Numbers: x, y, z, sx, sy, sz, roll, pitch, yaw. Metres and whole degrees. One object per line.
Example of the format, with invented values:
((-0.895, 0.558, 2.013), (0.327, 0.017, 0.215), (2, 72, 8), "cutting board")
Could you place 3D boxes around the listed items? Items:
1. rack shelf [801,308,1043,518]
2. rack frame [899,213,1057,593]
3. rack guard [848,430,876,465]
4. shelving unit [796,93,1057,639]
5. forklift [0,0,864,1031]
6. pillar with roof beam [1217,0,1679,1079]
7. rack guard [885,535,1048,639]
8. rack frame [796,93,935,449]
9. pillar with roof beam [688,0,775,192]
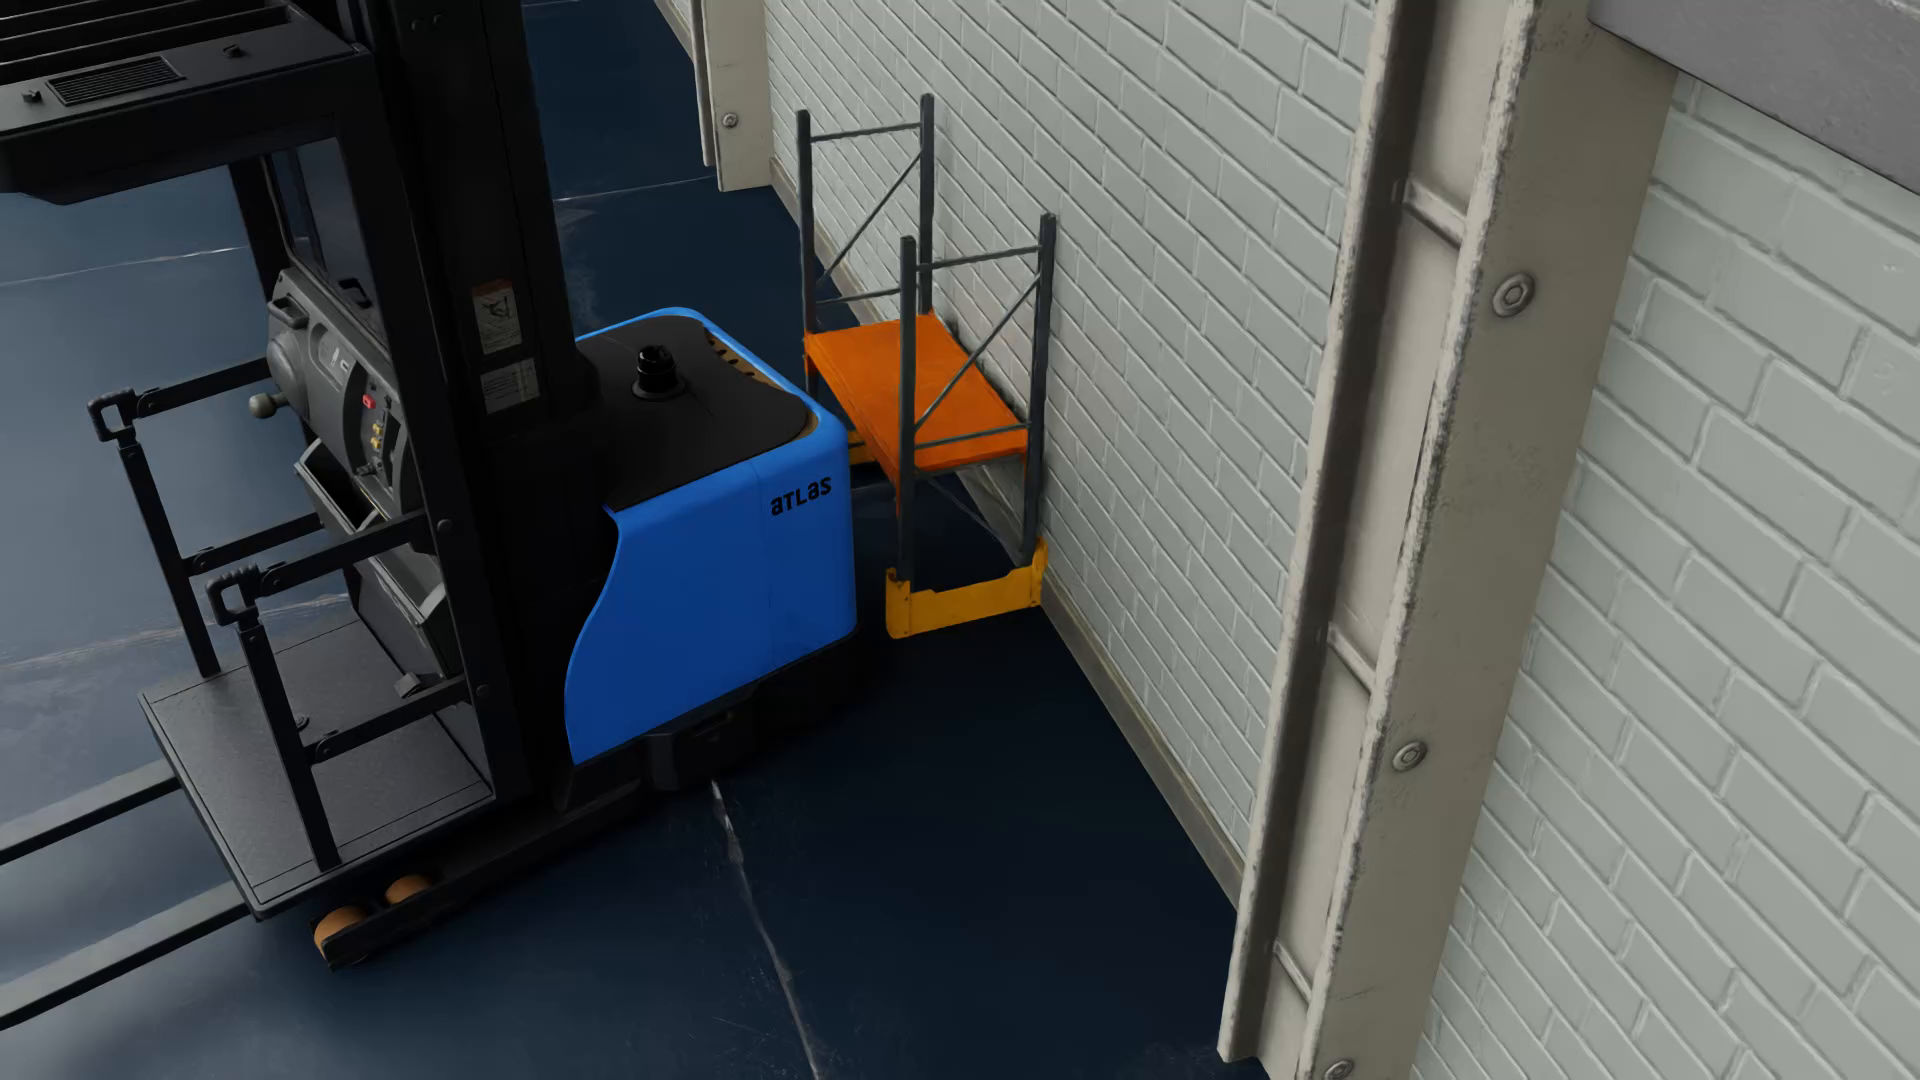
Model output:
((-0.156, -0.477, 5.921), (0.538, 0.185, 1.000), (-13, 39, -18), "rack shelf")
((0.040, -0.338, 5.439), (0.500, 1.500, 0.032), (-13, 39, -18), "rack frame")
((-0.350, -0.393, 6.548), (0.587, 0.250, 0.087), (-13, 39, -18), "rack guard")
((-0.148, -0.617, 5.808), (0.587, 1.500, 1.083), (-13, 39, -18), "shelving unit")
((-1.795, -0.340, 4.265), (3.031, 2.935, 1.130), (-25, 44, -29), "forklift")
((-3.145, -1.267, 0.453), (9.100, 9.000, 0.400), (-12, 39, -16), "pillar with roof beam")
((0.024, 0.164, 5.812), (0.587, 0.250, 0.087), (-13, 39, -18), "rack guard")
((-0.342, -0.906, 6.190), (0.500, 1.500, 0.032), (-13, 39, -18), "rack frame")
((-5.210, -4.657, 4.953), (9.100, 9.000, 0.400), (-12, 39, -16), "pillar with roof beam")
